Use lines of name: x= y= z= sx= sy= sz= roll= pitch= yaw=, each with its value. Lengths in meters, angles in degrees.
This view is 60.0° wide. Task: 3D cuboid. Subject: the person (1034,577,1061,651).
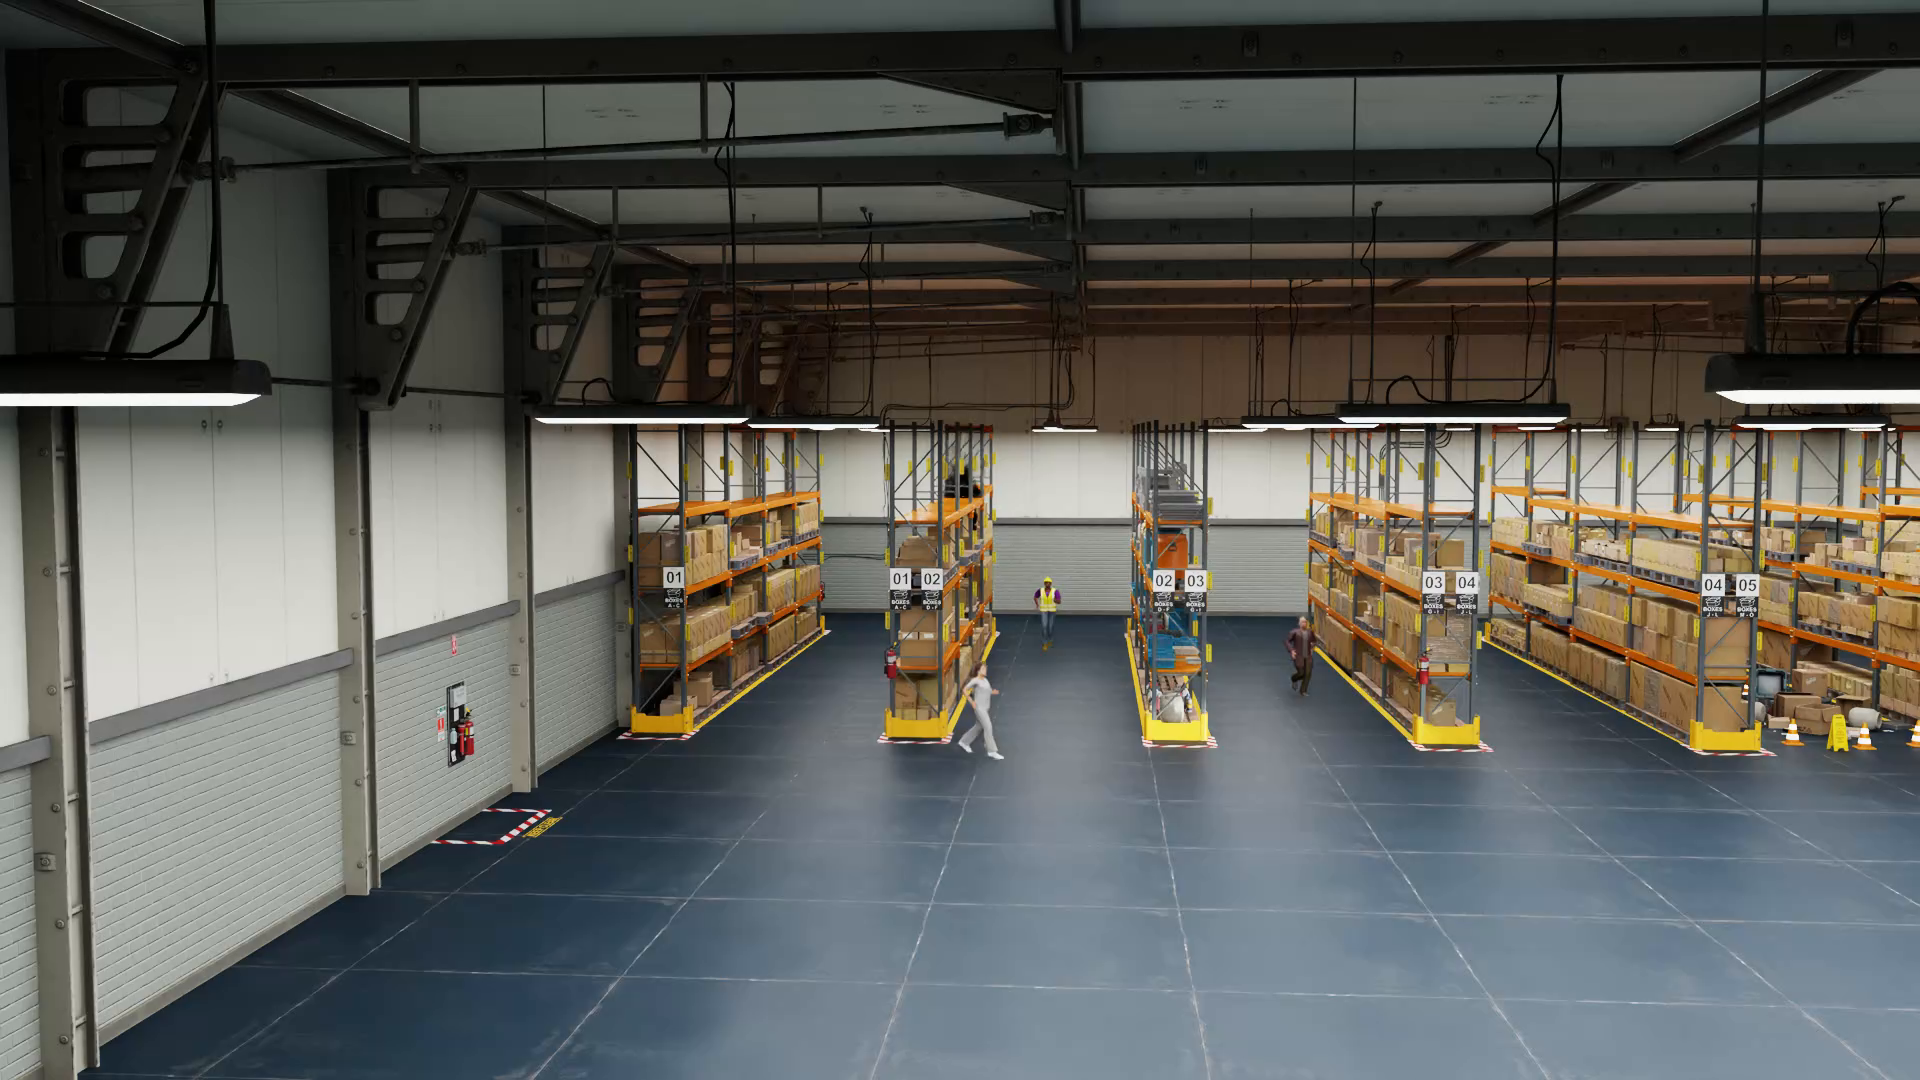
person: x=2.238 y=1.871 z=42.316 sx=0.676 sy=1.847 sz=0.712 roll=0 pitch=4 yaw=0

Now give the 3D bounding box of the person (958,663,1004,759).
person: x=0.368 y=2.998 z=29.401 sx=0.948 sy=1.672 sz=0.557 roll=2 pitch=4 yaw=27

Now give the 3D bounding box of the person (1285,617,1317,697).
person: x=7.479 y=2.554 z=36.367 sx=0.726 sy=1.734 sz=0.702 roll=-1 pitch=4 yaw=-12

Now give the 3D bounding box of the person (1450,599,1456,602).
person: x=13.369 y=1.967 z=45.865 sx=0.770 sy=1.753 sz=0.913 roll=1 pitch=4 yaw=20
